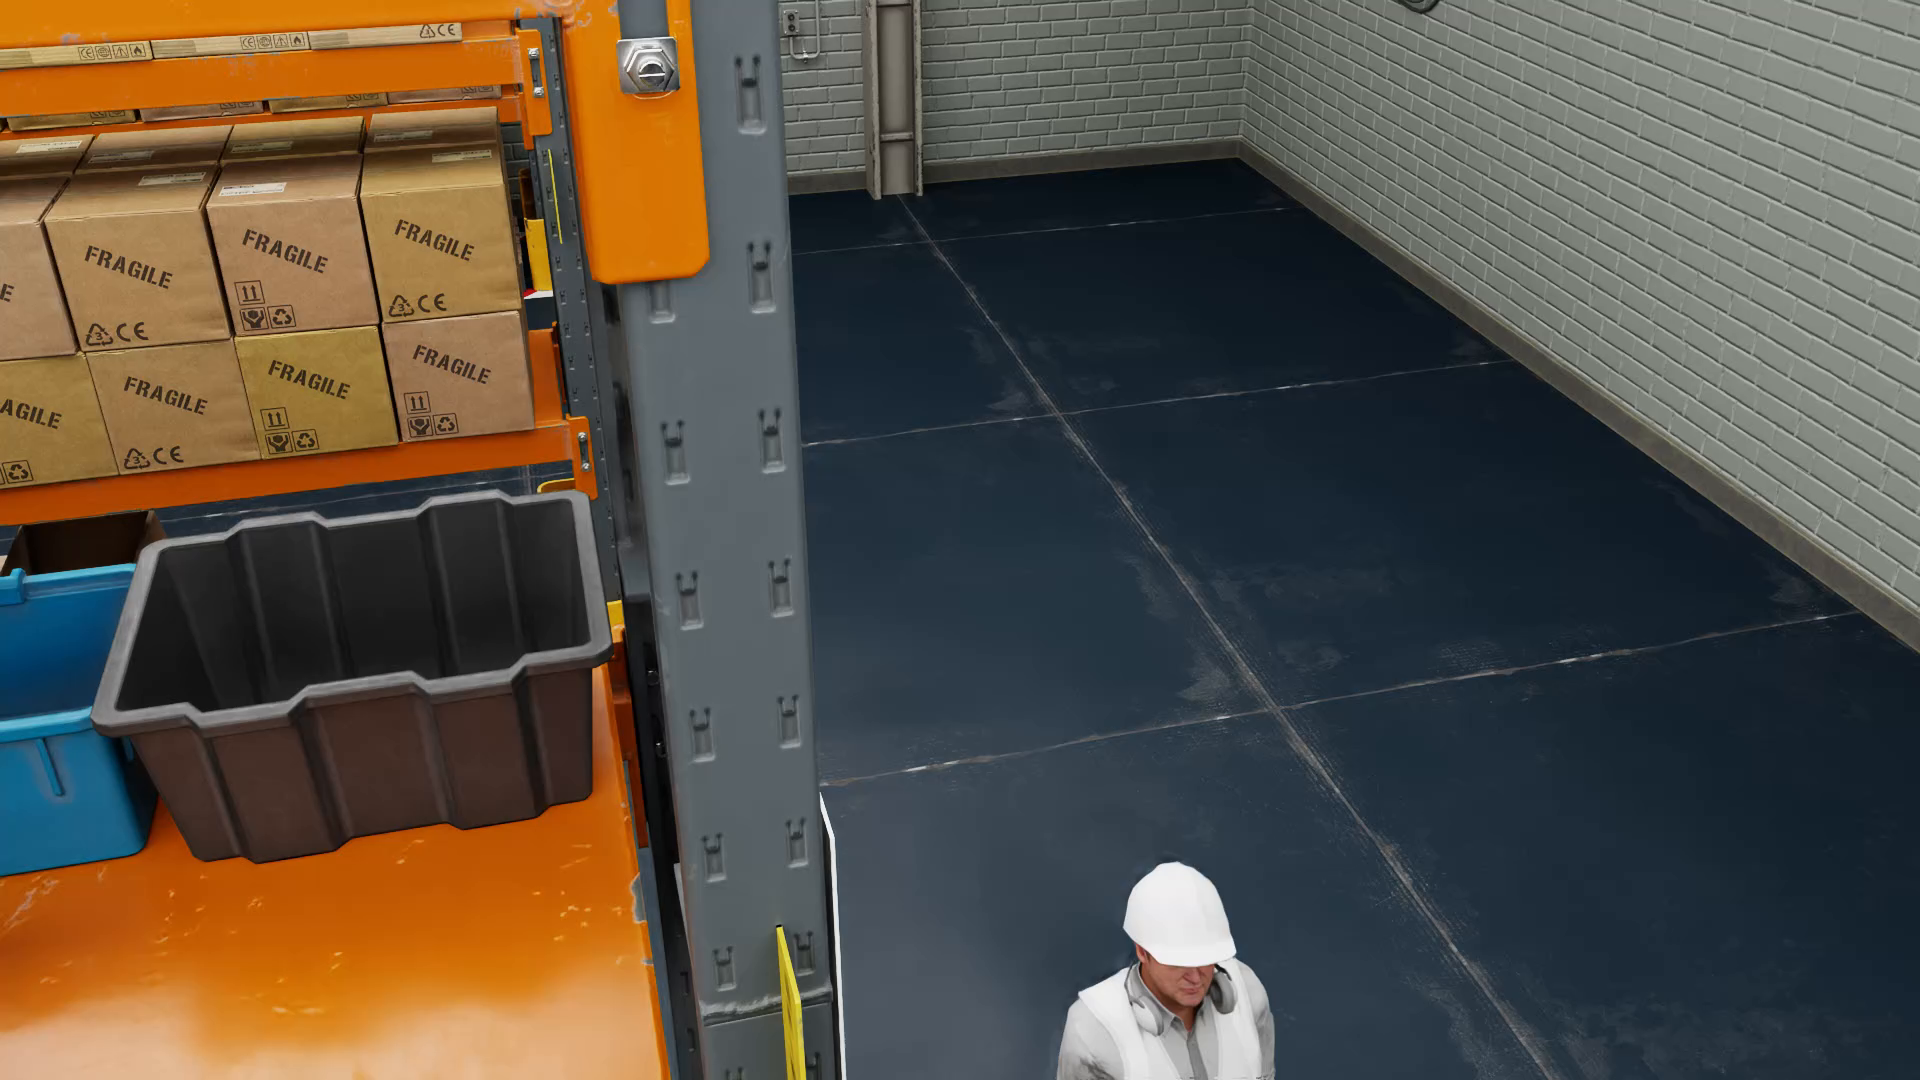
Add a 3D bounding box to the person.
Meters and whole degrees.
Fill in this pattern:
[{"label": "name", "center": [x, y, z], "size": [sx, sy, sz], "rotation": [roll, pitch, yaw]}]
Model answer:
[{"label": "person", "center": [0.507, 1.549, 3.936], "size": [0.535, 1.819, 0.508], "rotation": [-13, 33, -22]}]
